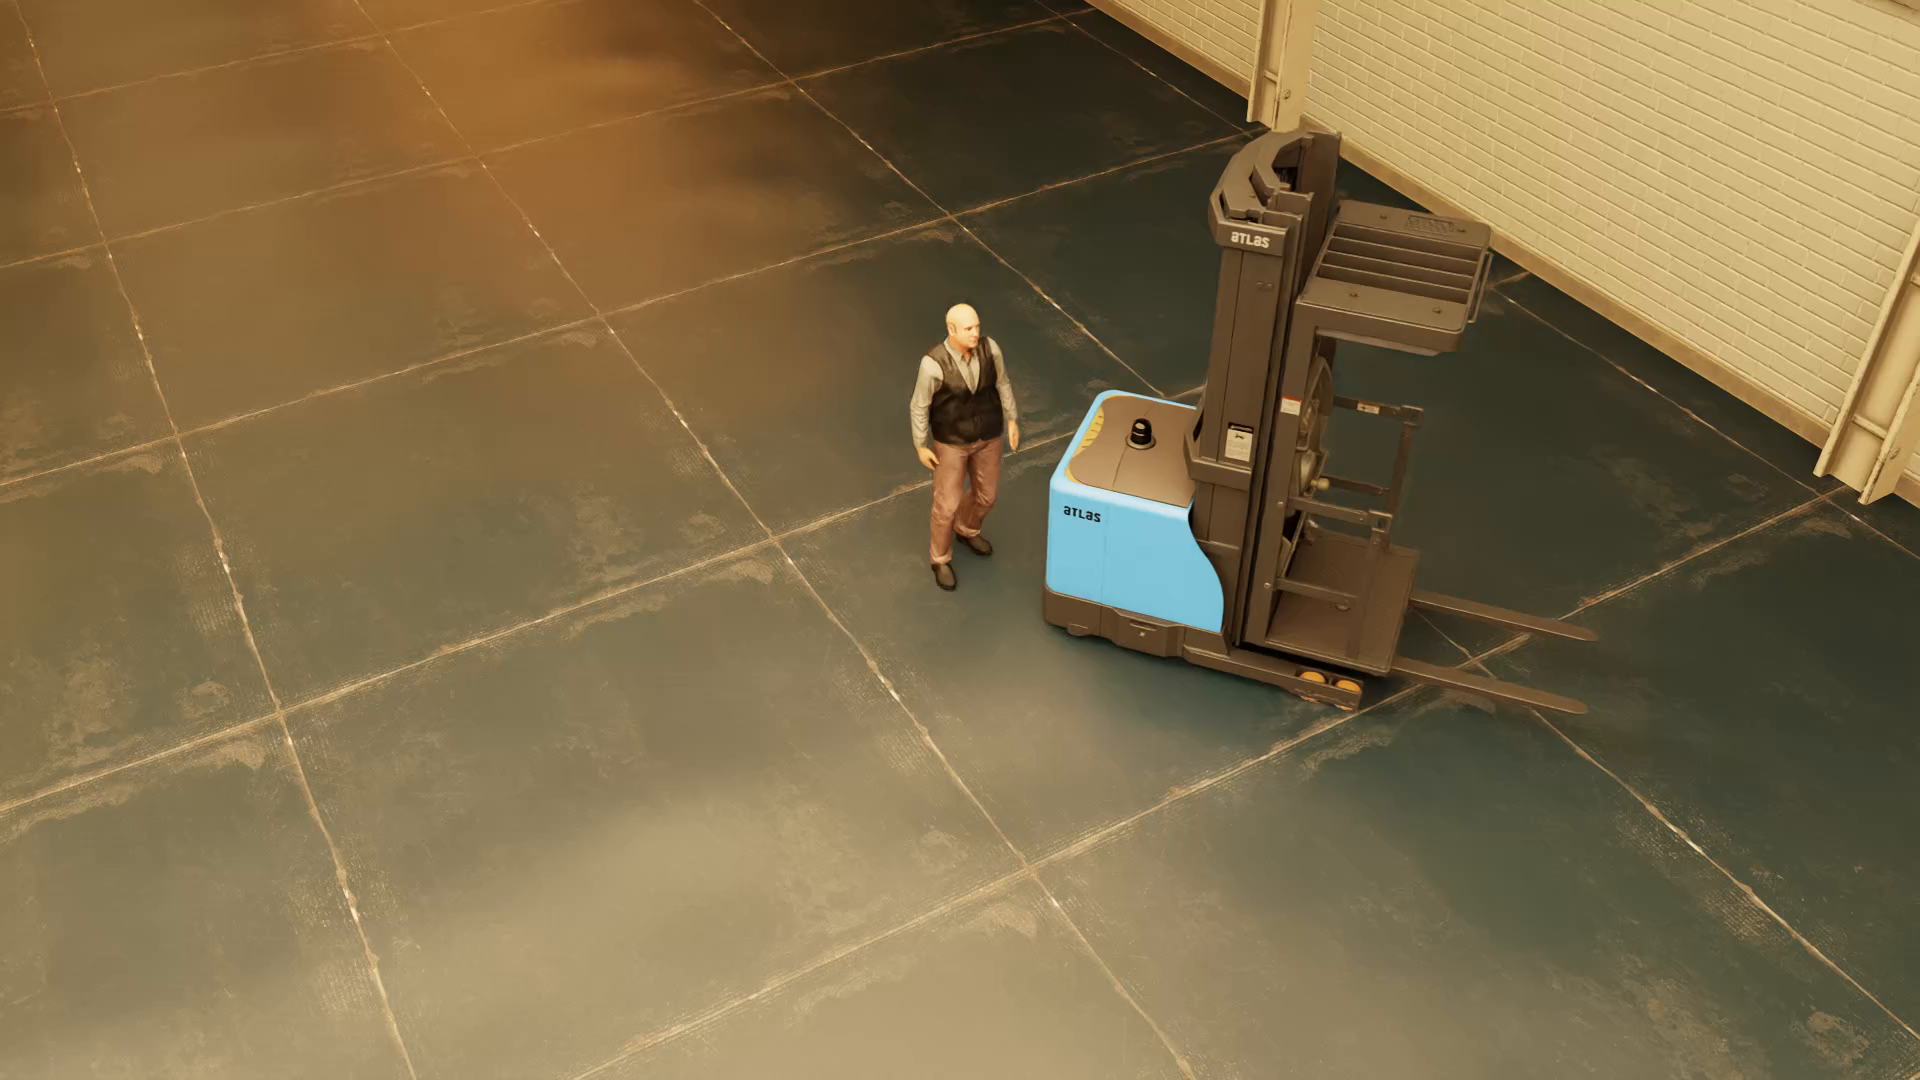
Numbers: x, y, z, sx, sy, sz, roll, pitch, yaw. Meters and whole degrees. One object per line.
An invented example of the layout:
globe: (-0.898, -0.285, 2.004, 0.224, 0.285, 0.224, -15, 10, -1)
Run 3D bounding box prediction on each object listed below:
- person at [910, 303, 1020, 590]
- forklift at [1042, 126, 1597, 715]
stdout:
person: (0.055, -0.564, 9.696, 0.662, 1.709, 0.561, -17, 43, -20)
forklift: (2.049, -0.574, 8.728, 3.031, 2.935, 1.130, 14, 42, 16)
